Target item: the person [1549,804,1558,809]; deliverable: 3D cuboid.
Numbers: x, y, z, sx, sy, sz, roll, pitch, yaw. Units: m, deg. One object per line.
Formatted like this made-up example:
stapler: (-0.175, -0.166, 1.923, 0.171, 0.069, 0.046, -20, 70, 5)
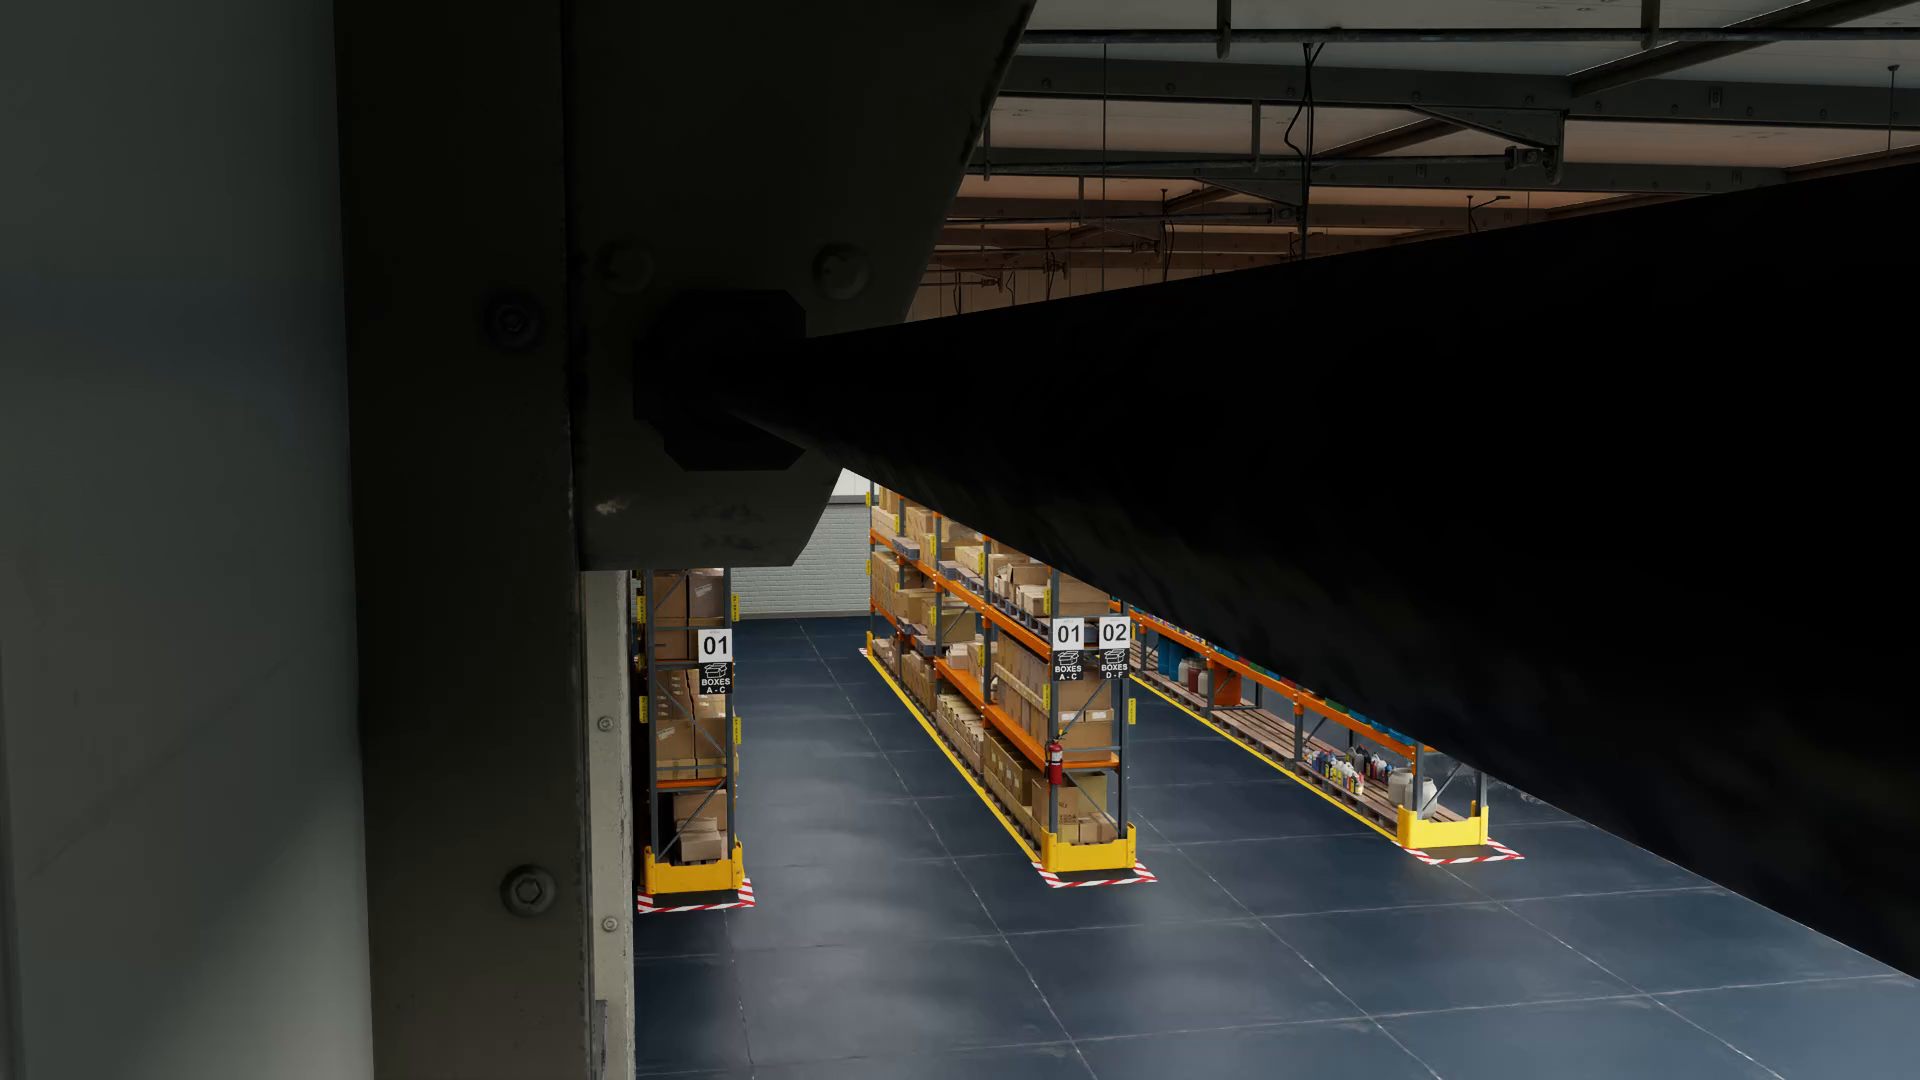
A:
person: (8.397, 3.021, 24.270, 0.495, 1.615, 1.017, -4, 7, -31)
